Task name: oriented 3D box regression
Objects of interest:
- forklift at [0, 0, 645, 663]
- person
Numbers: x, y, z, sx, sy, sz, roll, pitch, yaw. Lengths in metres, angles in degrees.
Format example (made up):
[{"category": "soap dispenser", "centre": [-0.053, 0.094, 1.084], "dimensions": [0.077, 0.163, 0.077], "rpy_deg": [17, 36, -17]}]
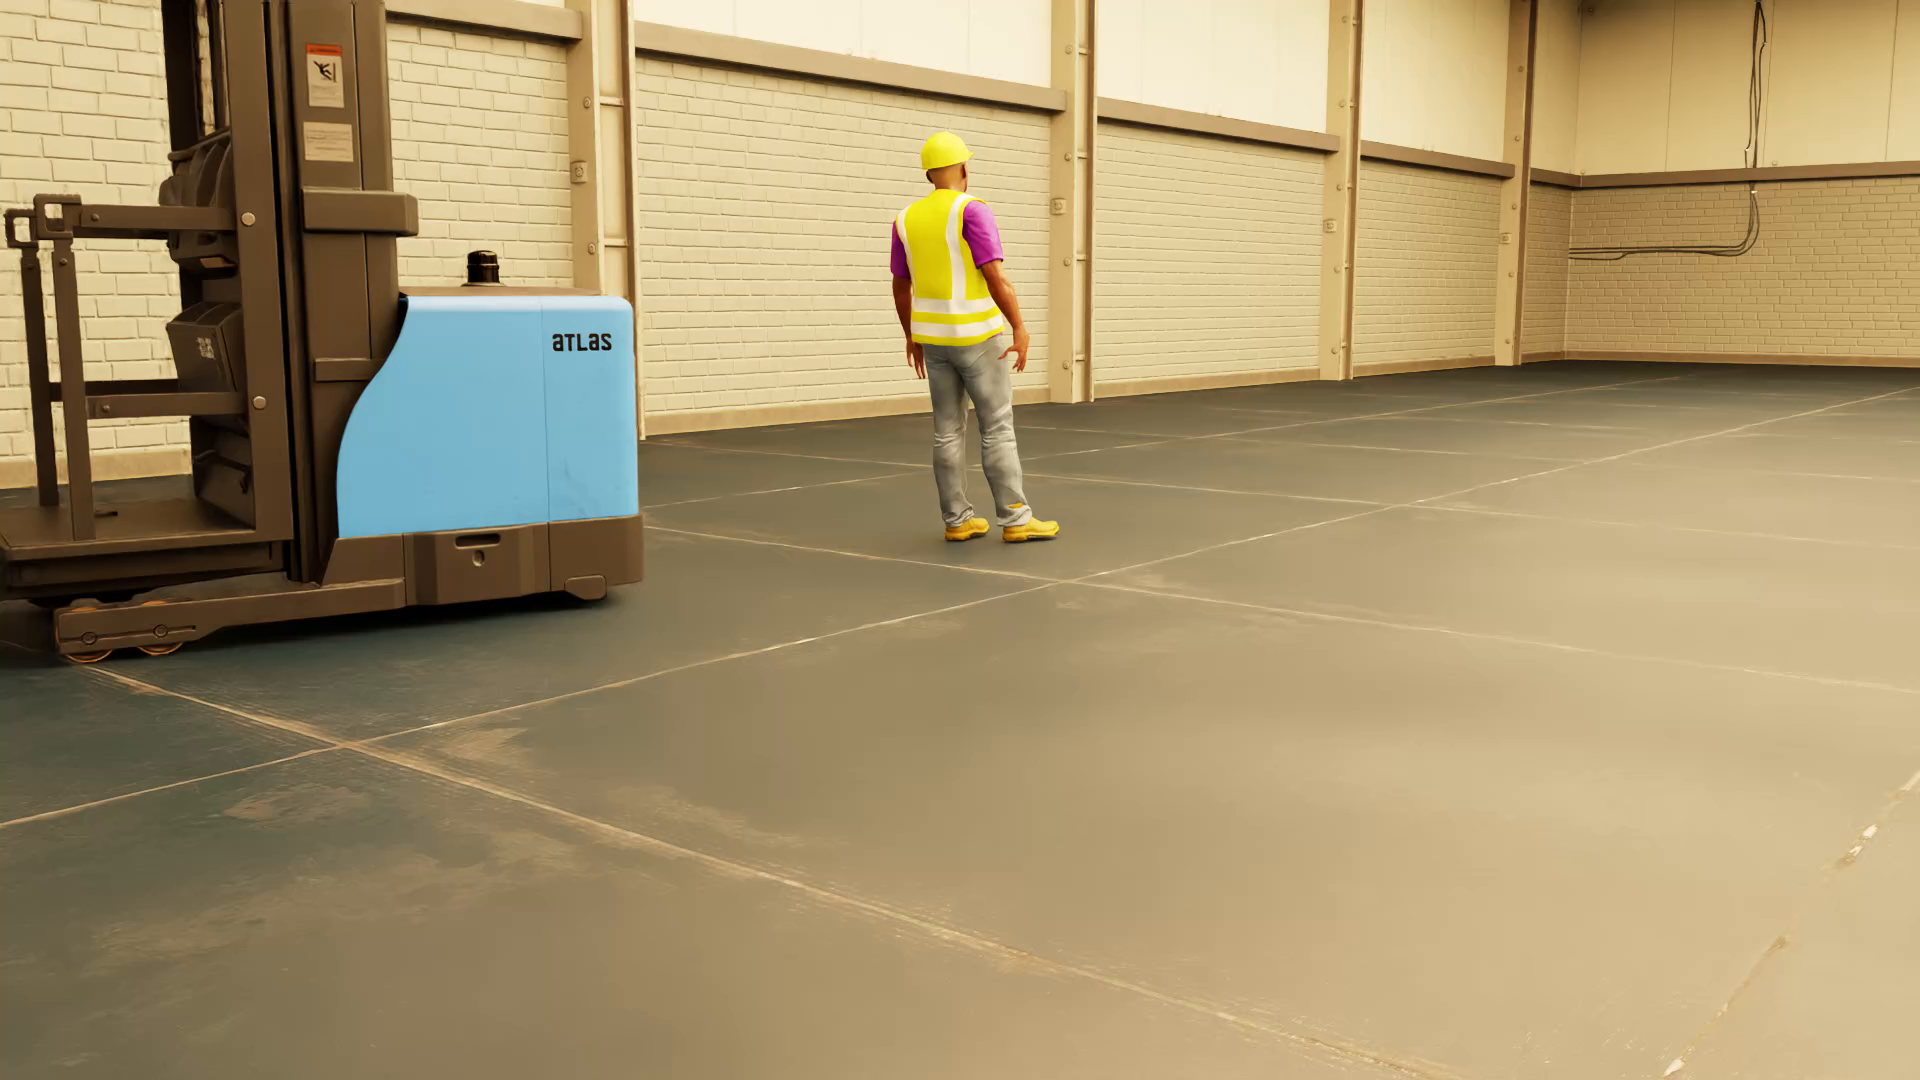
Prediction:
[{"category": "forklift", "centre": [-2.636, -1.173, 5.296], "dimensions": [3.031, 2.935, 1.130], "rpy_deg": [-6, 10, -33]}, {"category": "person", "centre": [0.048, -0.885, 7.327], "dimensions": [0.666, 1.761, 0.575], "rpy_deg": [7, 11, 38]}]
